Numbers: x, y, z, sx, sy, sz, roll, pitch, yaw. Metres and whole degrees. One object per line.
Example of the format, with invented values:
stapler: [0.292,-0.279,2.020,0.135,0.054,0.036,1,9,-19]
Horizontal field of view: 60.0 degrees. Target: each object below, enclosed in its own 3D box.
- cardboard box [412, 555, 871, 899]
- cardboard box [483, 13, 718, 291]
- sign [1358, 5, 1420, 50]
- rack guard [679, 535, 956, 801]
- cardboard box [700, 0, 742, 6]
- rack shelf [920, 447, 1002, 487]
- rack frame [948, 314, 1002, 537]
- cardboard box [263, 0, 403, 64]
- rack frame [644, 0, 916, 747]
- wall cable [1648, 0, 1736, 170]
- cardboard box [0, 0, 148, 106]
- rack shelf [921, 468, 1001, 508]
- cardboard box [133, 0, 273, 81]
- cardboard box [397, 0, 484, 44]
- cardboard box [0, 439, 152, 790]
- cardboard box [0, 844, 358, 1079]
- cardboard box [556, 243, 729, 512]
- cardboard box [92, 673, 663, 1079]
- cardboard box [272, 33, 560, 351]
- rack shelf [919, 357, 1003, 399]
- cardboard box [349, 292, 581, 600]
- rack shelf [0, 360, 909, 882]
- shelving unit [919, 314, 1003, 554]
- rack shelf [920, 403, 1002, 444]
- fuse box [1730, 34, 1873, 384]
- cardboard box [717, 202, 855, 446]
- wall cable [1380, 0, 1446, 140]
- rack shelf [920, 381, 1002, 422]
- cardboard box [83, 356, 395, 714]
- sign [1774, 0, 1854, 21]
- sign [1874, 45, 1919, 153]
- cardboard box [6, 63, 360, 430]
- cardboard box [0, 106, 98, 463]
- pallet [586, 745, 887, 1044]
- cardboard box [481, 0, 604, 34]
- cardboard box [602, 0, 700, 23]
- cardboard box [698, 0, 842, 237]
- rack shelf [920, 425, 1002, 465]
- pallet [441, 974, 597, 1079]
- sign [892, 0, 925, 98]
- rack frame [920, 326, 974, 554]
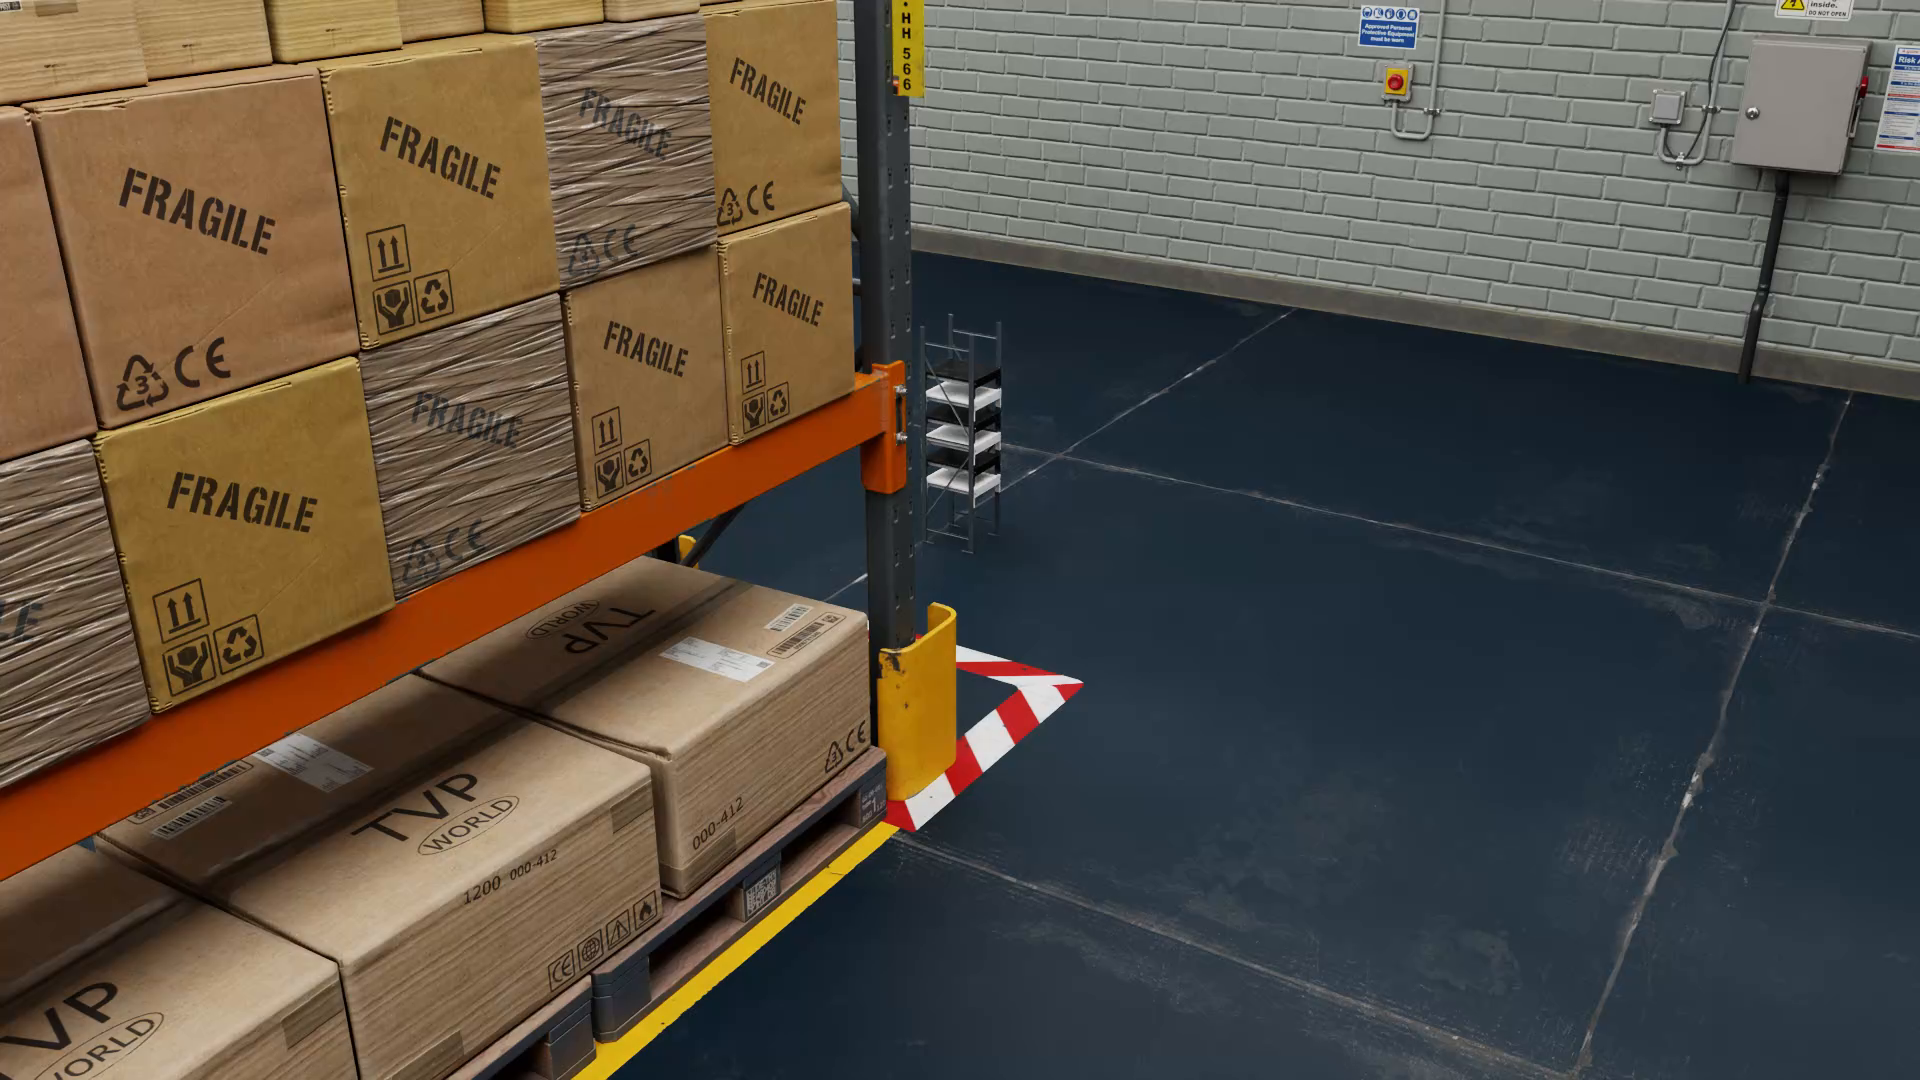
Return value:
cardboard box: [-0.850,0.466,4.595,0.875,0.438,0.875,13,27,27]
cardboard box: [-0.890,-0.870,3.601,0.500,0.500,0.500,14,27,29]
sign: [2.359,-2.824,9.157,0.327,0.218,0.001,14,27,29]
rack guard: [-0.574,0.378,5.247,1.175,0.500,0.348,14,27,29]
cardboard box: [-0.719,-1.310,3.798,0.380,0.149,0.250,14,27,30]
rack shelf: [0.004,-0.303,6.627,0.258,0.077,0.200,14,27,29]
rack frame: [0.058,-0.450,6.657,0.240,0.900,0.006,14,27,29]
cardboard box: [-1.232,-0.958,2.986,0.380,0.149,0.250,15,27,30]
rack frame: [-0.587,-0.761,4.732,1.000,3.000,0.127,14,27,29]
wall cable: [3.579,-2.842,8.260,0.588,1.984,0.122,14,27,29]
cardboard box: [-1.490,-0.776,2.565,0.380,0.149,0.250,14,27,29]
rack shelf: [0.004,-0.220,6.662,0.258,0.077,0.200,14,27,29]
cardboard box: [-1.387,-0.873,2.791,0.380,0.149,0.250,15,27,31]
cardboard box: [-1.150,-1.055,3.210,0.380,0.149,0.250,14,27,28]
cardboard box: [-1.690,0.104,2.608,0.500,0.500,0.500,14,27,29]
cardboard box: [-1.803,1.081,3.175,0.875,0.438,0.875,13,27,27]
cardboard box: [-0.894,-0.422,3.824,0.500,0.500,0.500,13,27,28]
cardboard box: [-1.326,0.777,3.877,0.875,0.438,0.875,15,27,30]
cardboard box: [-1.153,-0.704,3.217,0.500,0.500,0.500,14,27,29]
rack shelf: [0.004,-0.633,6.484,0.258,0.077,0.200,14,27,29]
cardboard box: [-1.157,-0.247,3.418,0.500,0.500,0.500,15,27,30]
rack shelf: [-1.642,0.244,3.316,1.077,0.370,4.000,14,27,29]
shelving unit: [0.004,-0.416,6.578,0.258,0.900,0.210,14,27,29]
rack shelf: [0.004,-0.468,6.555,0.258,0.077,0.200,14,27,29]
fuse box: [4.075,-1.588,8.265,0.539,1.711,0.414,14,27,29]
cardboard box: [-0.616,-0.589,4.208,0.500,0.500,0.500,14,27,29]
wall cable: [2.368,-3.150,8.931,0.585,1.953,0.123,14,27,29]
rack shelf: [0.004,-0.550,6.519,0.258,0.077,0.200,14,27,29]
cardboard box: [-1.418,-0.070,3.009,0.500,0.500,0.500,15,27,30]
sign: [4.138,-2.640,8.033,0.339,0.242,0.001,14,27,29]
sign: [4.604,-2.102,7.950,0.329,0.494,0.001,14,27,29]
cardboard box: [-1.420,-0.535,2.826,0.500,0.500,0.500,14,27,29]
cardboard box: [-1.688,-0.365,2.434,0.500,0.500,0.500,14,27,30]
pallet: [-0.942,0.805,4.625,1.003,0.211,1.213,14,27,29]
cardboard box: [-0.952,-1.128,3.380,0.380,0.149,0.250,15,27,30]
cardboard box: [-0.784,-1.205,3.556,0.380,0.149,0.250,14,27,28]
cardboard box: [-0.639,-1.053,4.022,0.500,0.500,0.500,15,28,31]
rack shelf: [0.004,-0.385,6.591,0.258,0.077,0.200,14,27,29]
pallet: [-1.586,1.215,3.677,1.003,0.211,1.213,14,27,29]
sign: [-0.133,-1.283,4.181,0.100,0.325,0.005,14,27,29]
rack frame: [-0.049,-0.381,6.498,0.240,0.900,0.006,14,27,29]
